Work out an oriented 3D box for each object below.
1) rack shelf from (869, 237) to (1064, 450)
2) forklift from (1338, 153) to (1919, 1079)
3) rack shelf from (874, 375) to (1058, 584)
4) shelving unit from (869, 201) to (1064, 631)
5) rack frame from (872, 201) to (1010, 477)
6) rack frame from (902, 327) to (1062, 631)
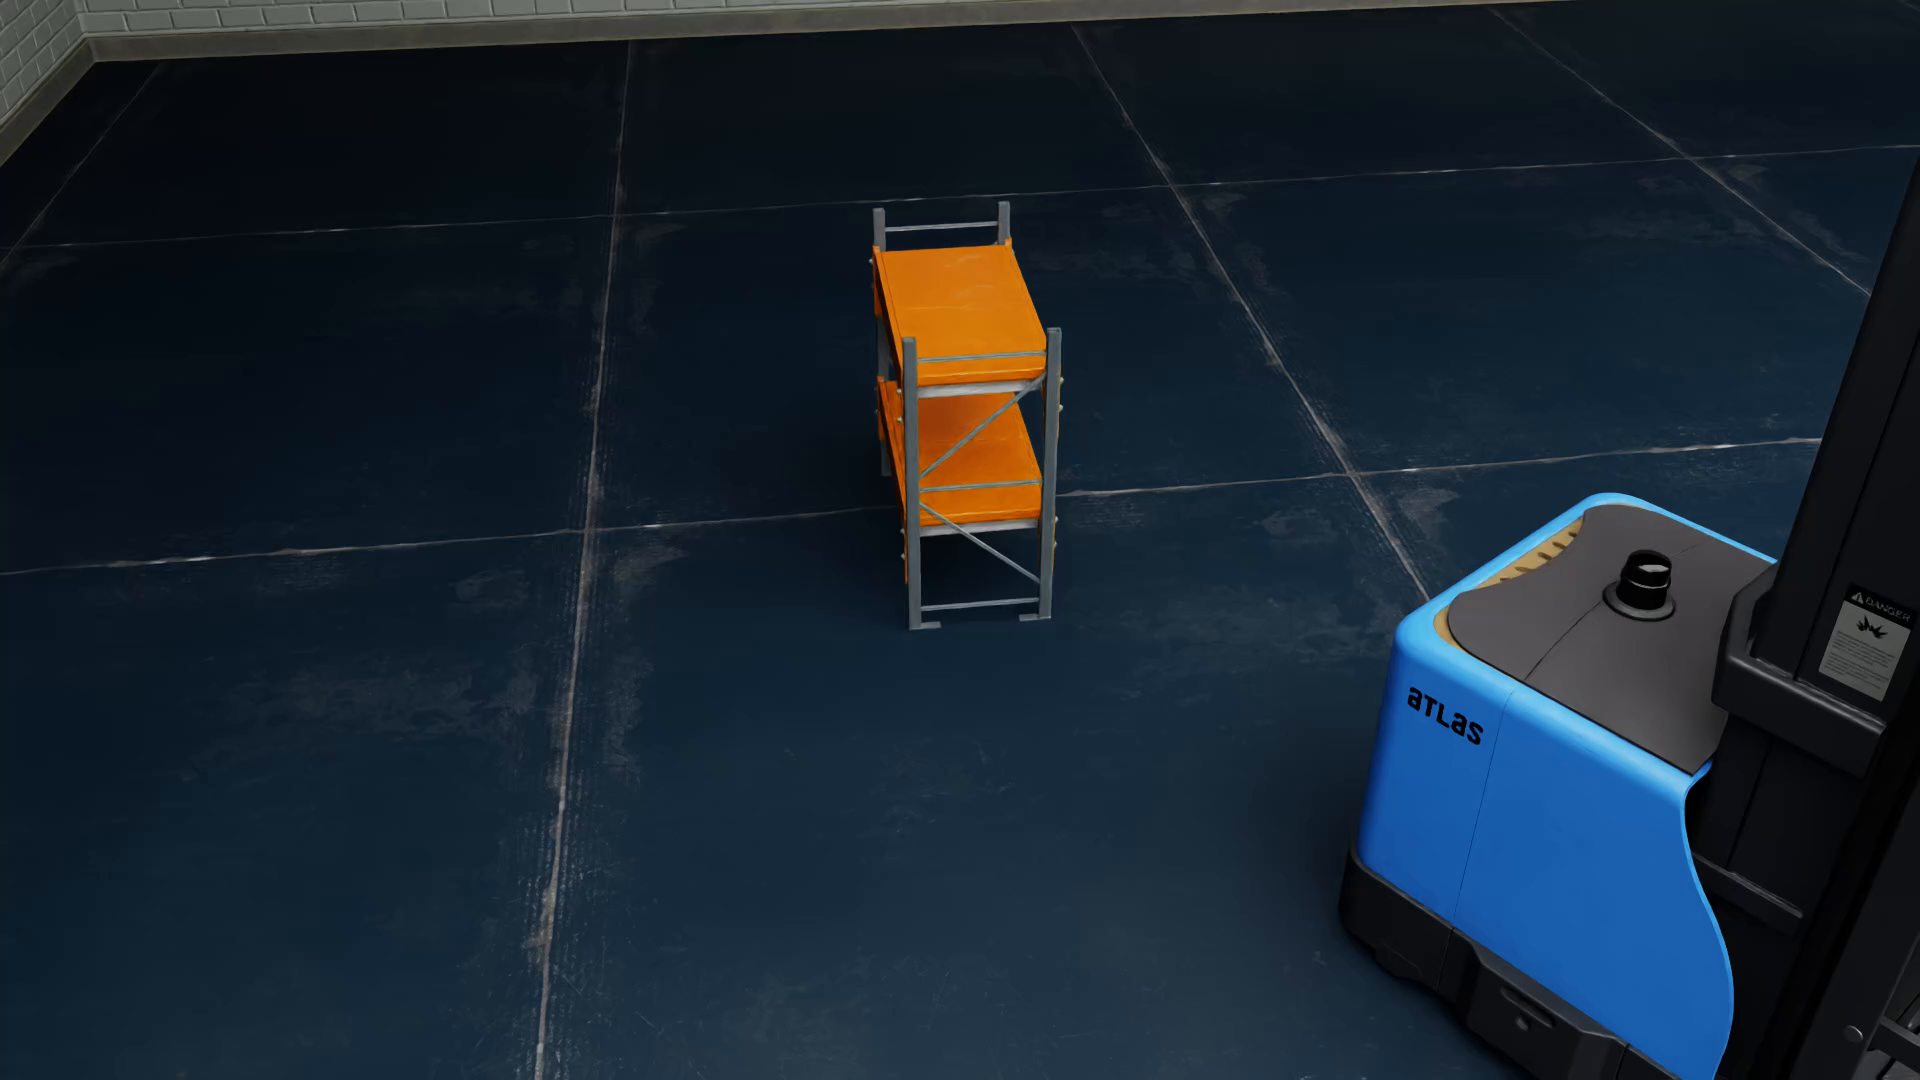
[{"bbox_3d":[0.001,-0.703,5.763,0.538,0.278,1.000,-4,35,-6],"label":"rack shelf"},{"bbox_3d":[2.398,0.324,3.172,1.130,2.935,3.031,-26,42,-33],"label":"forklift"},{"bbox_3d":[0.001,-0.259,6.065,0.538,0.278,1.000,-4,35,-6],"label":"rack shelf"},{"bbox_3d":[0.001,-0.461,5.928,0.538,1.125,1.048,-4,35,-6],"label":"shelving unit"},{"bbox_3d":[-0.067,-0.745,6.344,0.500,1.125,0.032,-4,35,-6],"label":"rack frame"},{"bbox_3d":[0.069,-0.177,5.511,0.500,1.125,0.032,-4,35,-6],"label":"rack frame"}]
